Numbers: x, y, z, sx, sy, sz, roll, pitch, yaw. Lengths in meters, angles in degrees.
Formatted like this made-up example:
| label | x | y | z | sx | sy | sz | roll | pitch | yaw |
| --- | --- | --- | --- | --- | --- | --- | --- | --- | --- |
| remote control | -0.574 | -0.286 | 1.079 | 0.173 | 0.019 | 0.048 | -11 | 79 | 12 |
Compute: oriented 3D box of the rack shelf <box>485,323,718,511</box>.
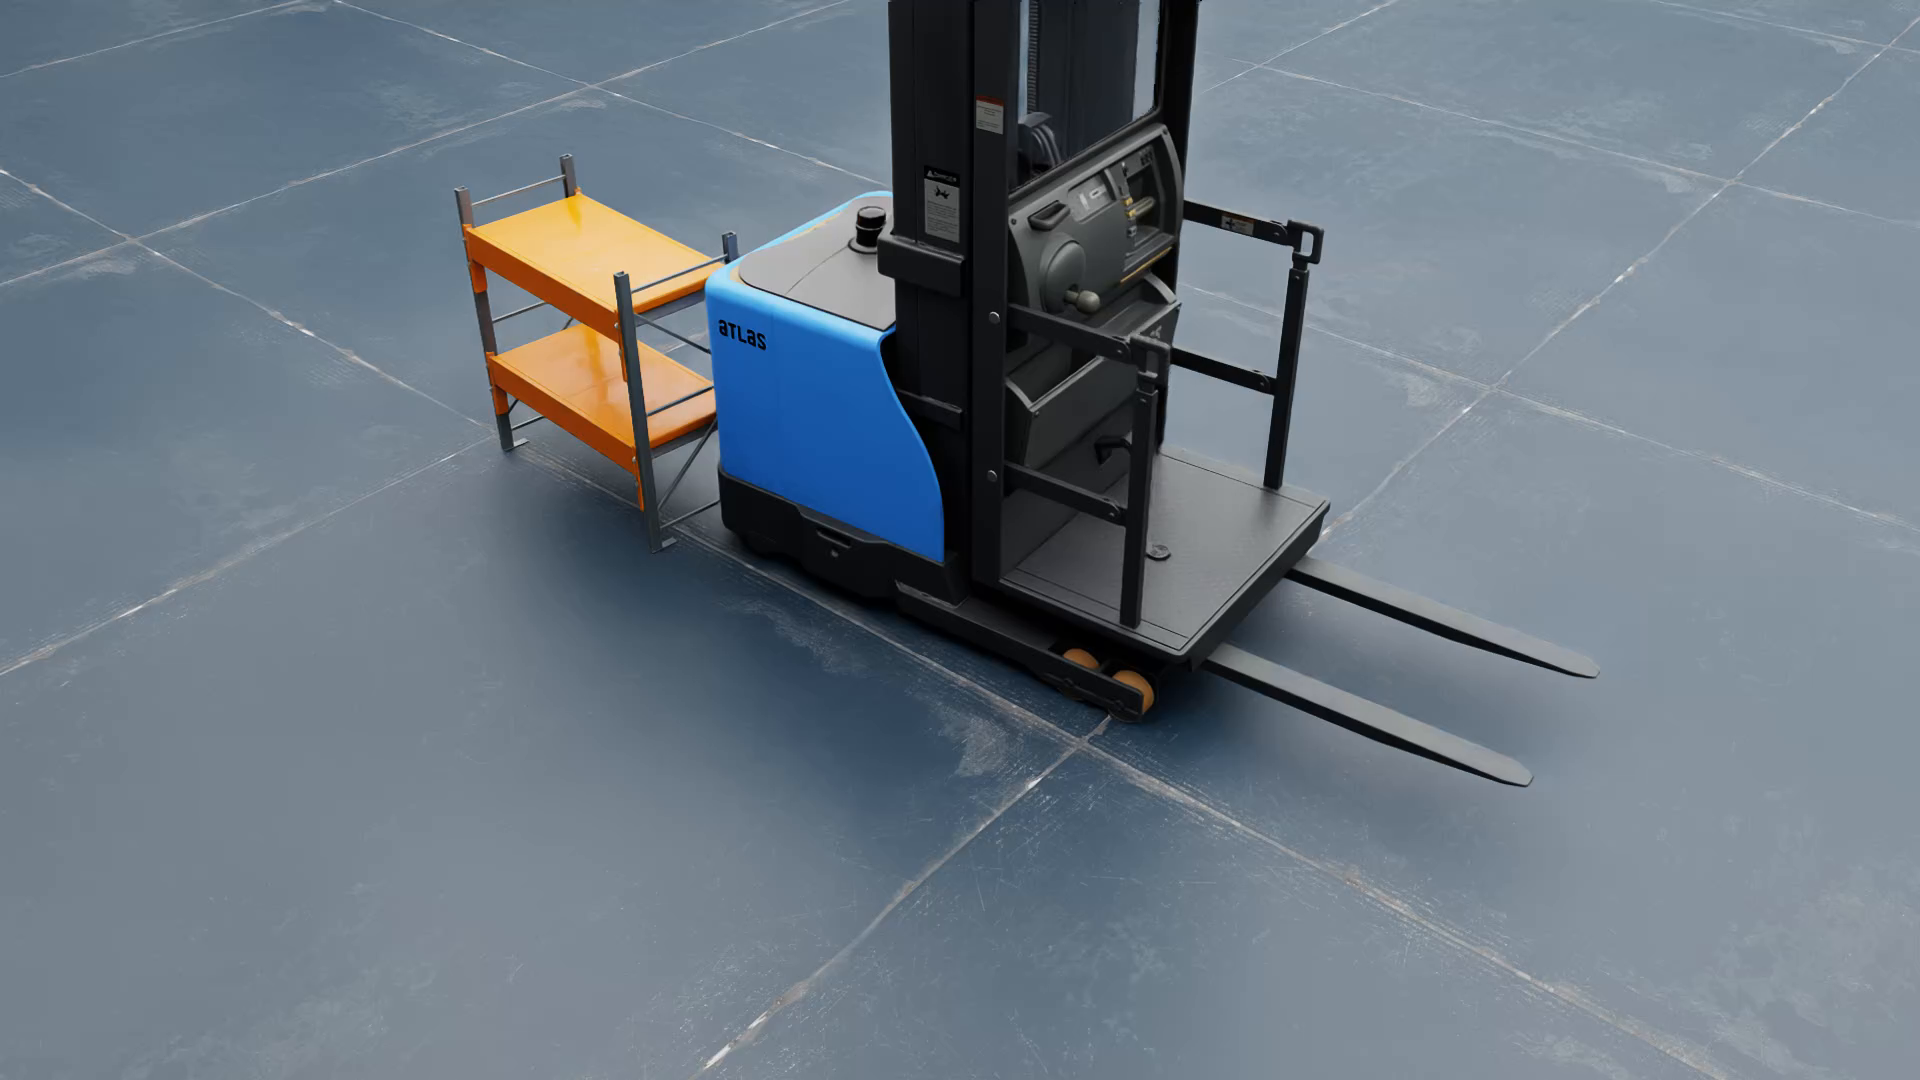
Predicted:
| label | x | y | z | sx | sy | sz | roll | pitch | yaw |
| --- | --- | --- | --- | --- | --- | --- | --- | --- | --- |
| rack shelf | -1.328 | -0.522 | 6.448 | 0.538 | 0.278 | 1.000 | -29 | 44 | -35 |

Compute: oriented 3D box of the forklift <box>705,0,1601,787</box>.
| label | x | y | z | sx | sy | sz | roll | pitch | yaw |
| --- | --- | --- | --- | --- | --- | --- | --- | --- | --- |
| forklift | 0.604 | -0.961 | 5.061 | 3.031 | 2.935 | 1.130 | 22 | 40 | 29 |

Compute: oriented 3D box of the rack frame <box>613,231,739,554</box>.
| label | x | y | z | sx | sy | sz | roll | pitch | yaw |
| --- | --- | --- | --- | --- | --- | --- | --- | --- | --- |
| rack frame | -0.971 | -0.518 | 6.011 | 0.500 | 1.125 | 0.032 | -29 | 44 | -35 |

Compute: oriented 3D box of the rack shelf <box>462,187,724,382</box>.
| label | x | y | z | sx | sy | sz | roll | pitch | yaw |
| --- | --- | --- | --- | --- | --- | --- | --- | --- | --- |
| rack shelf | -1.328 | -0.965 | 6.144 | 0.538 | 0.278 | 1.000 | -29 | 44 | -35 |

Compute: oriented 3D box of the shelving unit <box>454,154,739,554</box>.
| label | x | y | z | sx | sy | sz | roll | pitch | yaw |
| --- | --- | --- | --- | --- | --- | --- | --- | --- | --- |
| shelving unit | -1.328 | -0.723 | 6.310 | 0.538 | 1.125 | 1.048 | -29 | 44 | -35 |

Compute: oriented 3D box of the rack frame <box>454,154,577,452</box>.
| label | x | y | z | sx | sy | sz | roll | pitch | yaw |
| --- | --- | --- | --- | --- | --- | --- | --- | --- | --- |
| rack frame | -1.684 | -0.929 | 6.609 | 0.500 | 1.125 | 0.032 | -29 | 44 | -35 |
